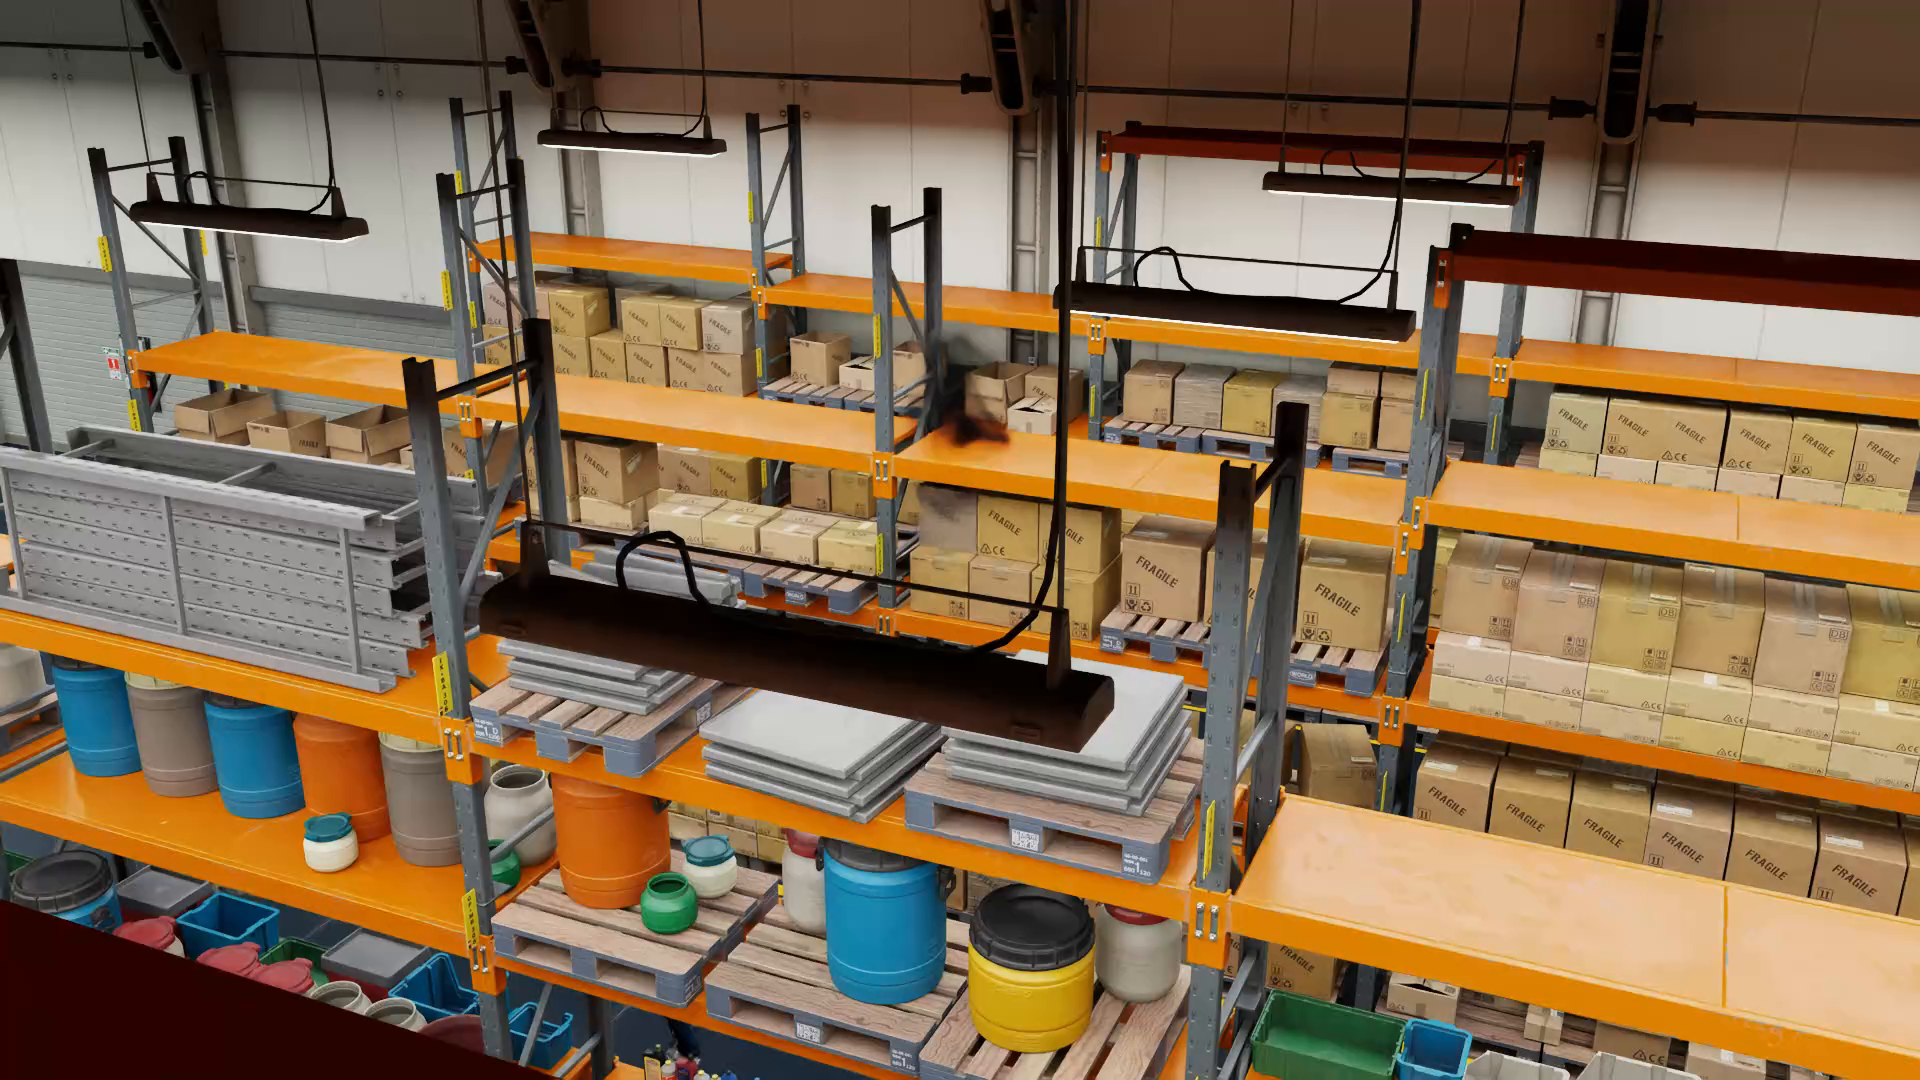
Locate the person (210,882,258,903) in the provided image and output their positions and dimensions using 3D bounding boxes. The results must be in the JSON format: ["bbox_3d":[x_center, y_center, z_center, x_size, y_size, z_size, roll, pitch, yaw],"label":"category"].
[{"bbox_3d":[-5.766,2.671,13.206,0.526,1.668,0.668,9,22,23],"label":"person"}]

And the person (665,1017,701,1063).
[{"bbox_3d":[-2.114,2.968,11.706,0.596,1.585,0.521,10,23,25],"label":"person"}]
